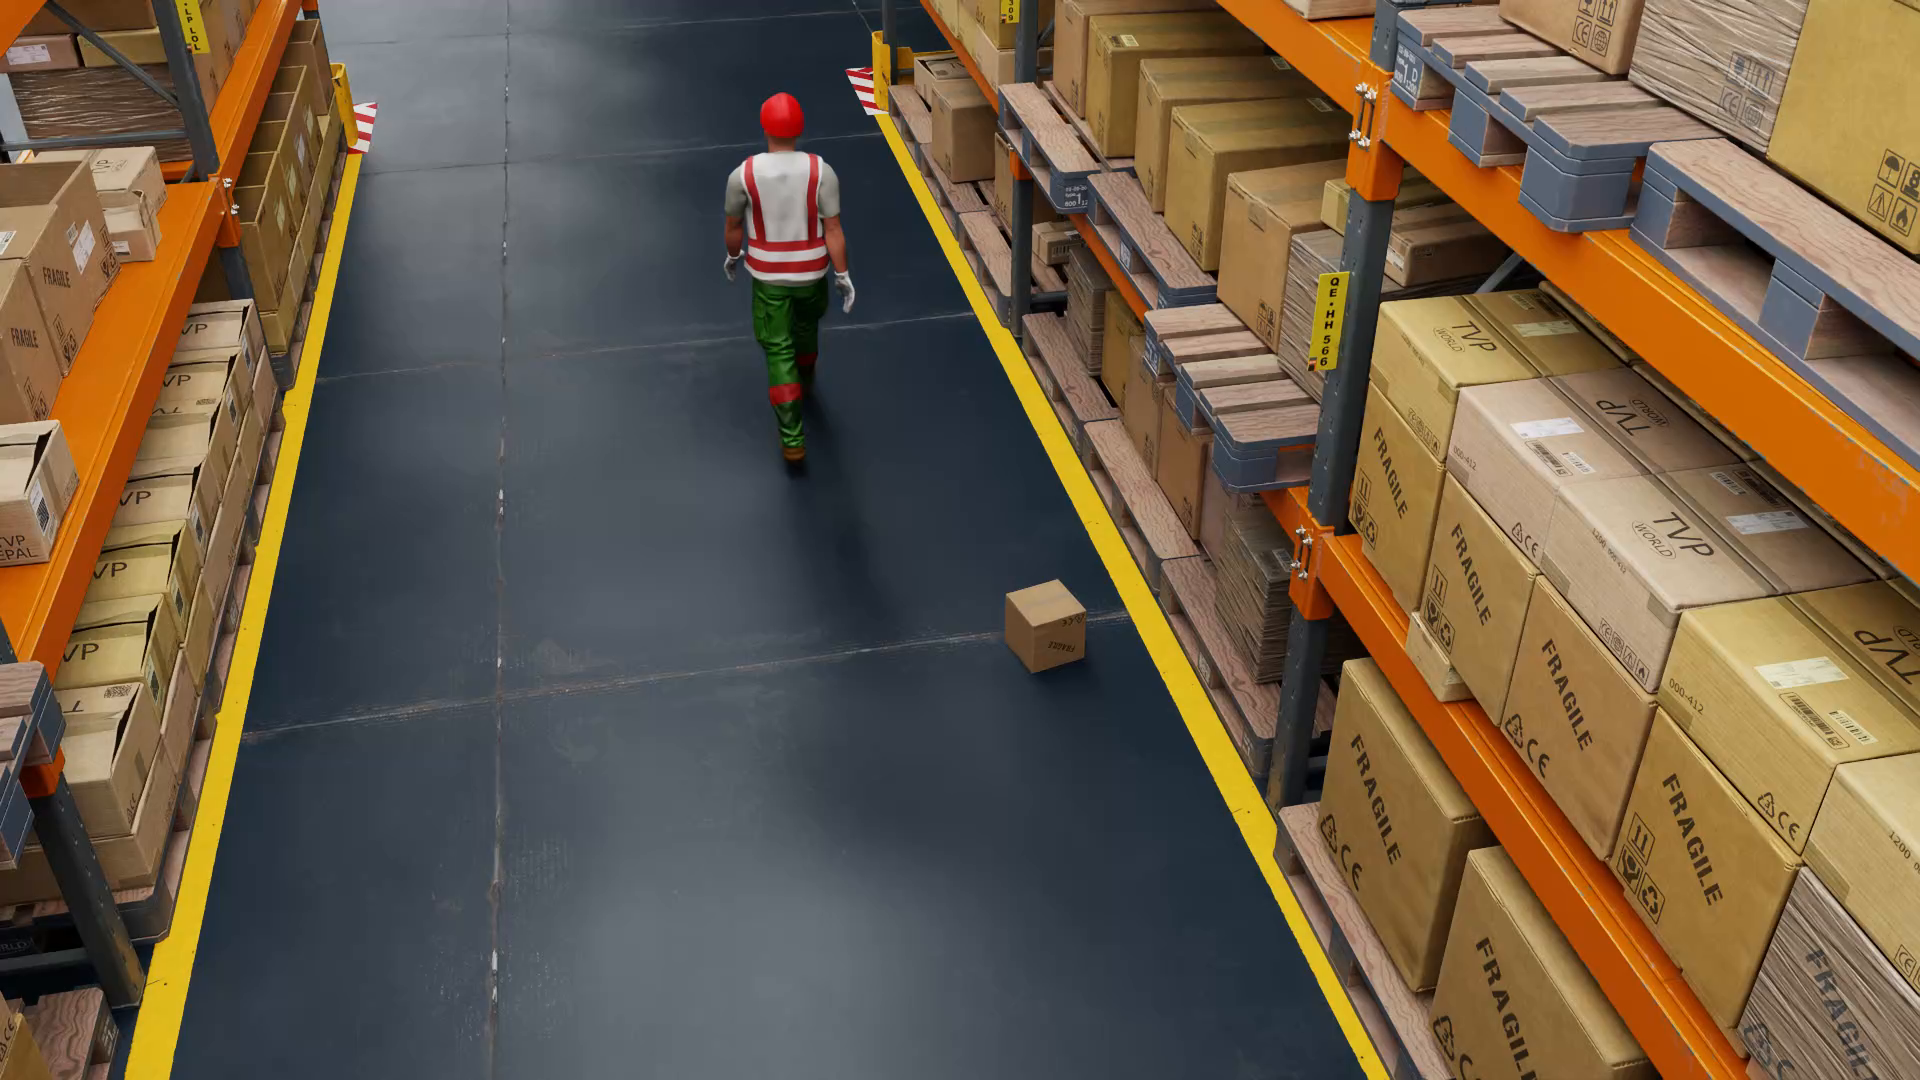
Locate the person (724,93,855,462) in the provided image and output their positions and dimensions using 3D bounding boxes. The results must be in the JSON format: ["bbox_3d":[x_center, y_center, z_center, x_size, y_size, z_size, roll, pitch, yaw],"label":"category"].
[{"bbox_3d":[-0.843,-1.340,8.116,0.603,1.742,1.068,-6,35,-9],"label":"person"}]
